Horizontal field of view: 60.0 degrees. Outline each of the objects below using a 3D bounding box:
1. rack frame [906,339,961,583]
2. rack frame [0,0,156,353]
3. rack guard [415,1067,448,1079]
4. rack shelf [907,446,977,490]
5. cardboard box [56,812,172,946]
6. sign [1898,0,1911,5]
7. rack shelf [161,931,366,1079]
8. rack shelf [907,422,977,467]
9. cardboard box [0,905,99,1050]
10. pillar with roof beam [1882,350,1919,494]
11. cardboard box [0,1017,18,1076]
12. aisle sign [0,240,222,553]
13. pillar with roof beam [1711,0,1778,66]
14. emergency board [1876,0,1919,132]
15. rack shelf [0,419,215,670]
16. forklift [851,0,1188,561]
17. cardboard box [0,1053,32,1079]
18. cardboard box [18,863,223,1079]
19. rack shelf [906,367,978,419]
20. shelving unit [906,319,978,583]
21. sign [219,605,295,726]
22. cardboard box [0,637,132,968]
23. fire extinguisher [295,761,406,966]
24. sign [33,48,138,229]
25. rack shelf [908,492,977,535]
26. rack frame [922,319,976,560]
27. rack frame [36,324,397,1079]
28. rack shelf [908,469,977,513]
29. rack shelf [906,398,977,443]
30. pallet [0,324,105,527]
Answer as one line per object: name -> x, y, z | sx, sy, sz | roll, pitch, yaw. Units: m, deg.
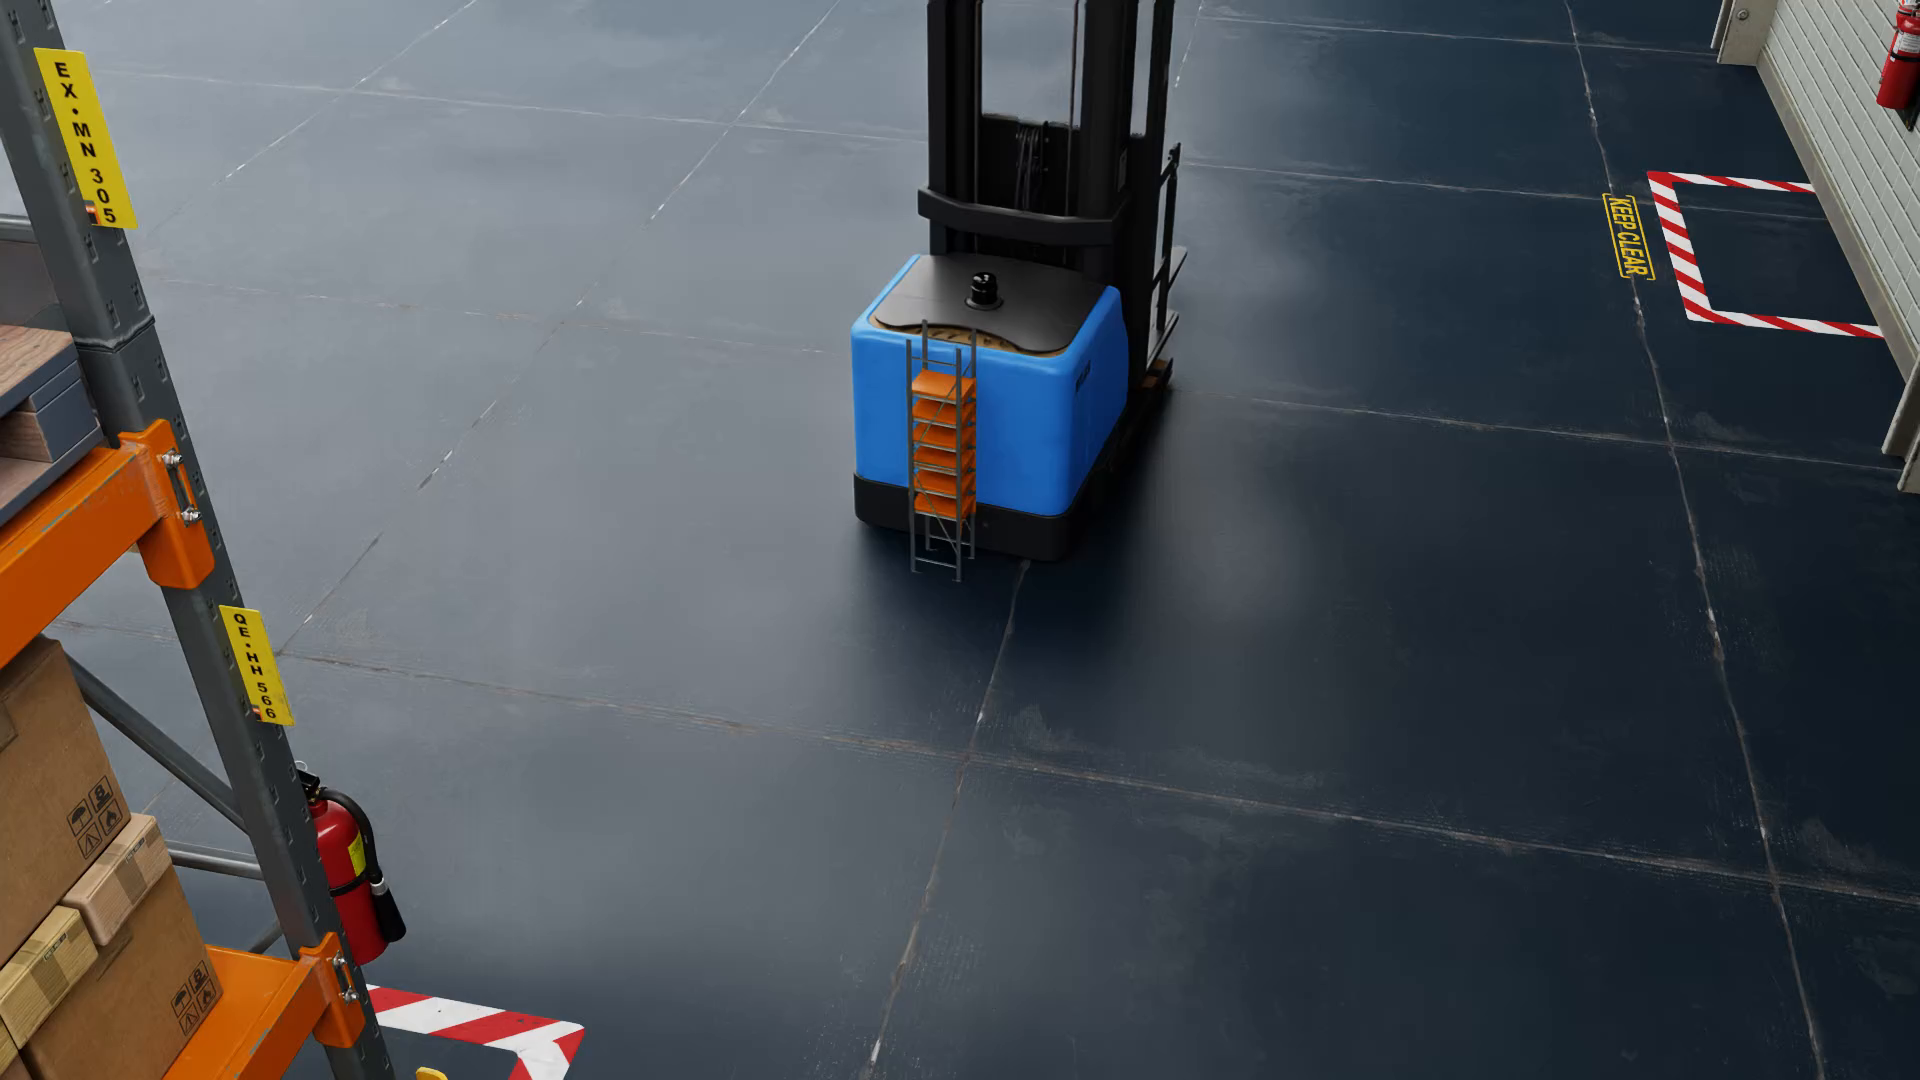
rack frame -> -0.108, -0.317, 7.166 | 0.240, 1.200, 0.006 | 12, 38, 16
rack frame -> -2.060, -1.664, 2.377 | 1.000, 3.000, 0.127 | 7, 37, 10
rack guard -> -2.055, 1.764, 4.890 | 1.175, 0.500, 0.348 | 7, 37, 10
rack shelf -> -0.077, -0.332, 7.261 | 0.258, 0.103, 0.180 | 12, 38, 16
cardboard box -> -1.956, 0.705, 3.583 | 0.380, 0.149, 0.250 | 7, 36, 9
sign -> 5.541, -3.276, 9.684 | 0.001, 0.329, 0.234 | 7, 37, 10
rack shelf -> -2.487, 2.203, 2.767 | 1.077, 0.370, 4.000 | 7, 37, 10
rack shelf -> -0.077, -0.429, 7.191 | 0.258, 0.103, 0.180 | 12, 38, 16
cardboard box -> -2.010, 0.855, 3.376 | 0.380, 0.149, 0.250 | 8, 37, 11
pillar with roof beam -> 0.552, -4.515, 6.311 | 9.100, 9.000, 0.400 | 7, 37, 10
cardboard box -> -2.065, 1.002, 3.173 | 0.380, 0.149, 0.250 | 7, 36, 9
aisle sign -> -1.759, -0.288, 3.376 | 0.394, 0.787, 0.004 | 7, 37, 10
pillar with roof beam -> 1.833, -7.954, 11.057 | 9.100, 9.000, 0.400 | 7, 37, 10
emergency board -> 5.322, -2.958, 9.275 | 0.194, 1.169, 0.643 | 7, 37, 10
rack shelf -> -2.487, 0.989, 1.887 | 1.077, 0.370, 4.000 | 7, 37, 10
forklift -> 0.491, -1.954, 7.949 | 1.130, 2.935, 3.031 | 12, 38, 16
cardboard box -> -2.280, 1.293, 3.325 | 0.700, 0.500, 0.500 | 8, 37, 11
cardboard box -> -2.172, 0.991, 3.741 | 0.700, 0.500, 0.500 | 7, 37, 10
rack shelf -> -0.077, -0.623, 7.050 | 0.258, 0.103, 0.180 | 12, 38, 16
shelving unit -> -0.077, -0.368, 7.235 | 0.258, 1.200, 0.189 | 12, 38, 16
sign -> -1.533, 0.277, 3.624 | 0.100, 0.325, 0.005 | 7, 37, 10
cardboard box -> -2.184, 0.496, 3.319 | 0.700, 0.500, 0.500 | 7, 37, 10
fire extinguisher -> -1.581, 0.787, 4.174 | 0.296, 0.674, 0.183 | 7, 37, 10
sign -> -1.533, -0.700, 2.916 | 0.100, 0.325, 0.005 | 7, 37, 10
rack shelf -> -0.077, -0.138, 7.402 | 0.258, 0.103, 0.180 | 12, 38, 16
rack frame -> -0.046, -0.418, 7.305 | 0.240, 1.200, 0.006 | 12, 38, 16
rack frame -> -2.060, 0.765, 4.138 | 1.000, 3.000, 0.127 | 7, 37, 10
rack shelf -> -0.077, -0.235, 7.332 | 0.258, 0.103, 0.180 | 12, 38, 16
rack shelf -> -0.077, -0.526, 7.120 | 0.258, 0.103, 0.180 | 12, 38, 16
pallet -> -2.236, -0.011, 2.729 | 1.003, 0.211, 1.213 | 7, 37, 10
